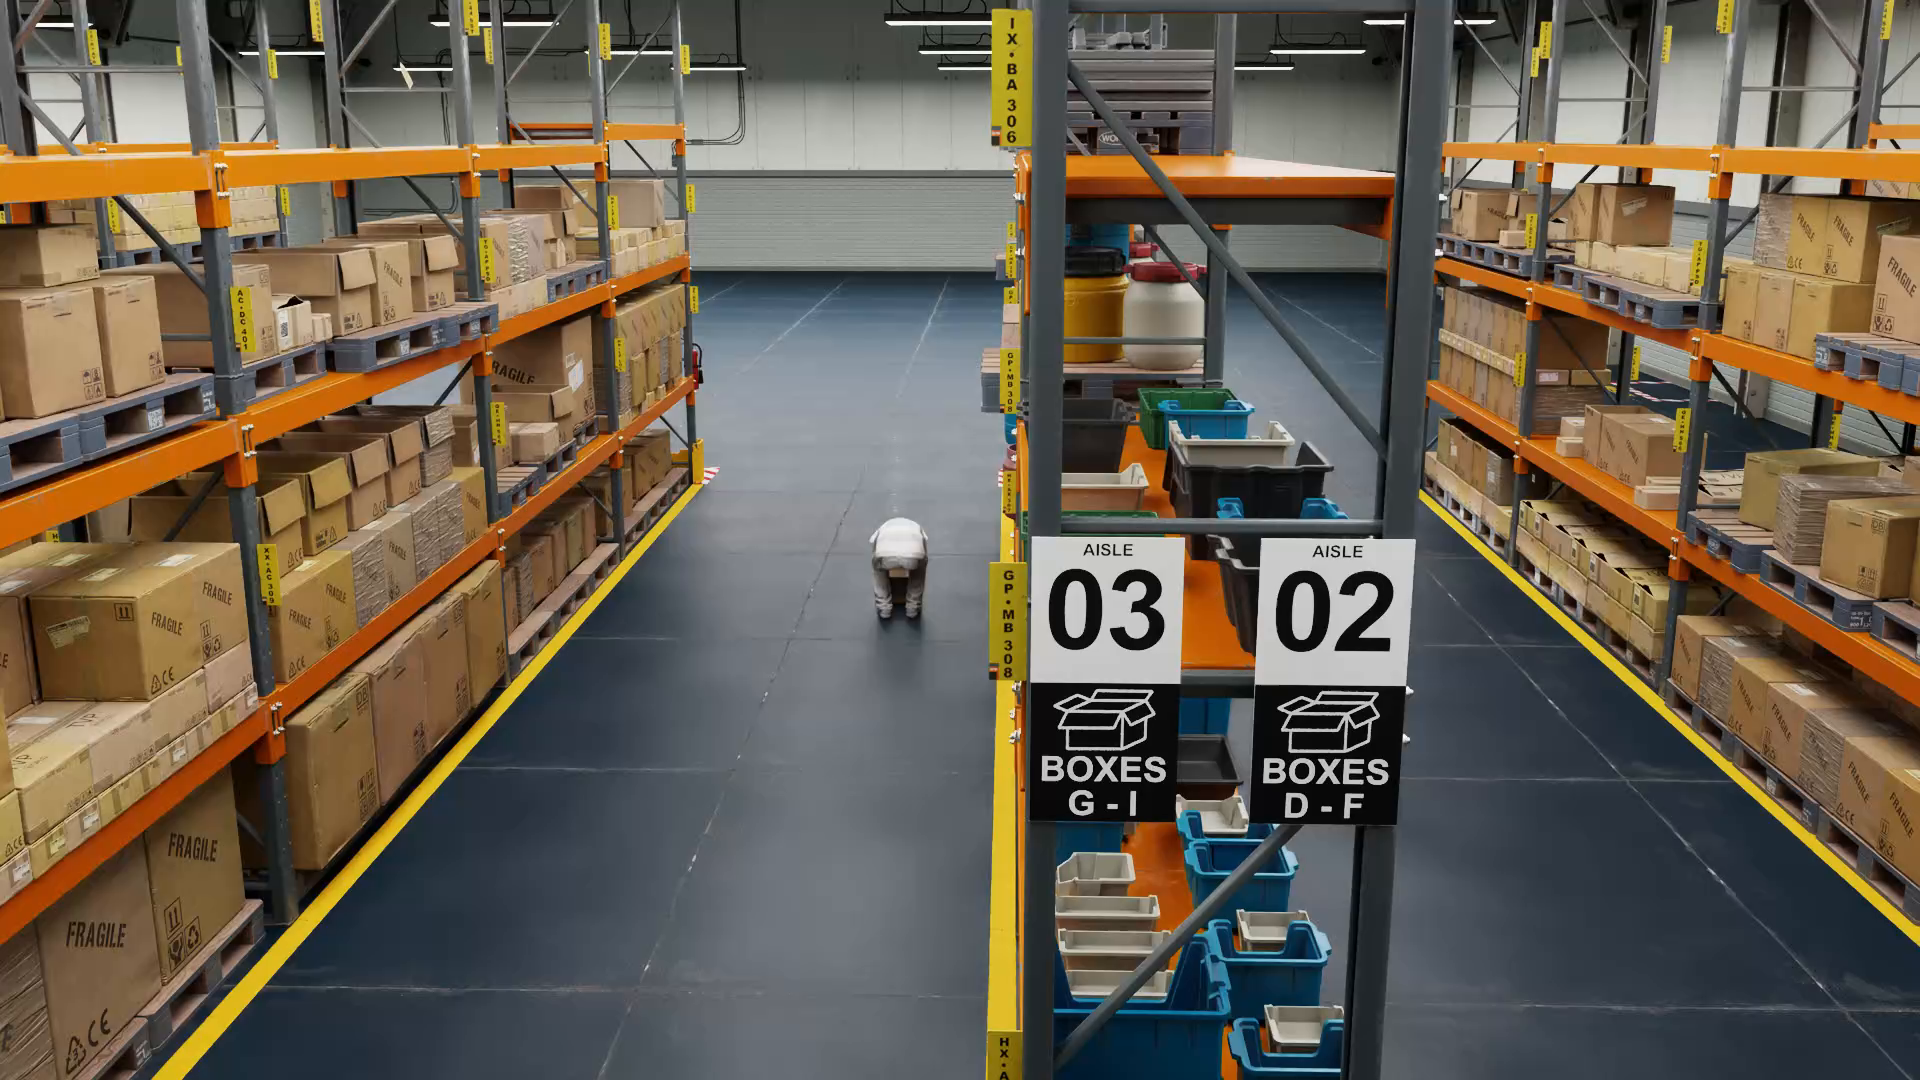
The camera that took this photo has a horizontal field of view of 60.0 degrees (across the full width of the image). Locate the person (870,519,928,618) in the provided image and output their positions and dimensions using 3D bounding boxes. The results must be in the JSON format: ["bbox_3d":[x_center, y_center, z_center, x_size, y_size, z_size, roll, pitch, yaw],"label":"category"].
[{"bbox_3d":[-0.554,0.235,15.033,0.532,0.857,0.983,0,14,0],"label":"person"}]
